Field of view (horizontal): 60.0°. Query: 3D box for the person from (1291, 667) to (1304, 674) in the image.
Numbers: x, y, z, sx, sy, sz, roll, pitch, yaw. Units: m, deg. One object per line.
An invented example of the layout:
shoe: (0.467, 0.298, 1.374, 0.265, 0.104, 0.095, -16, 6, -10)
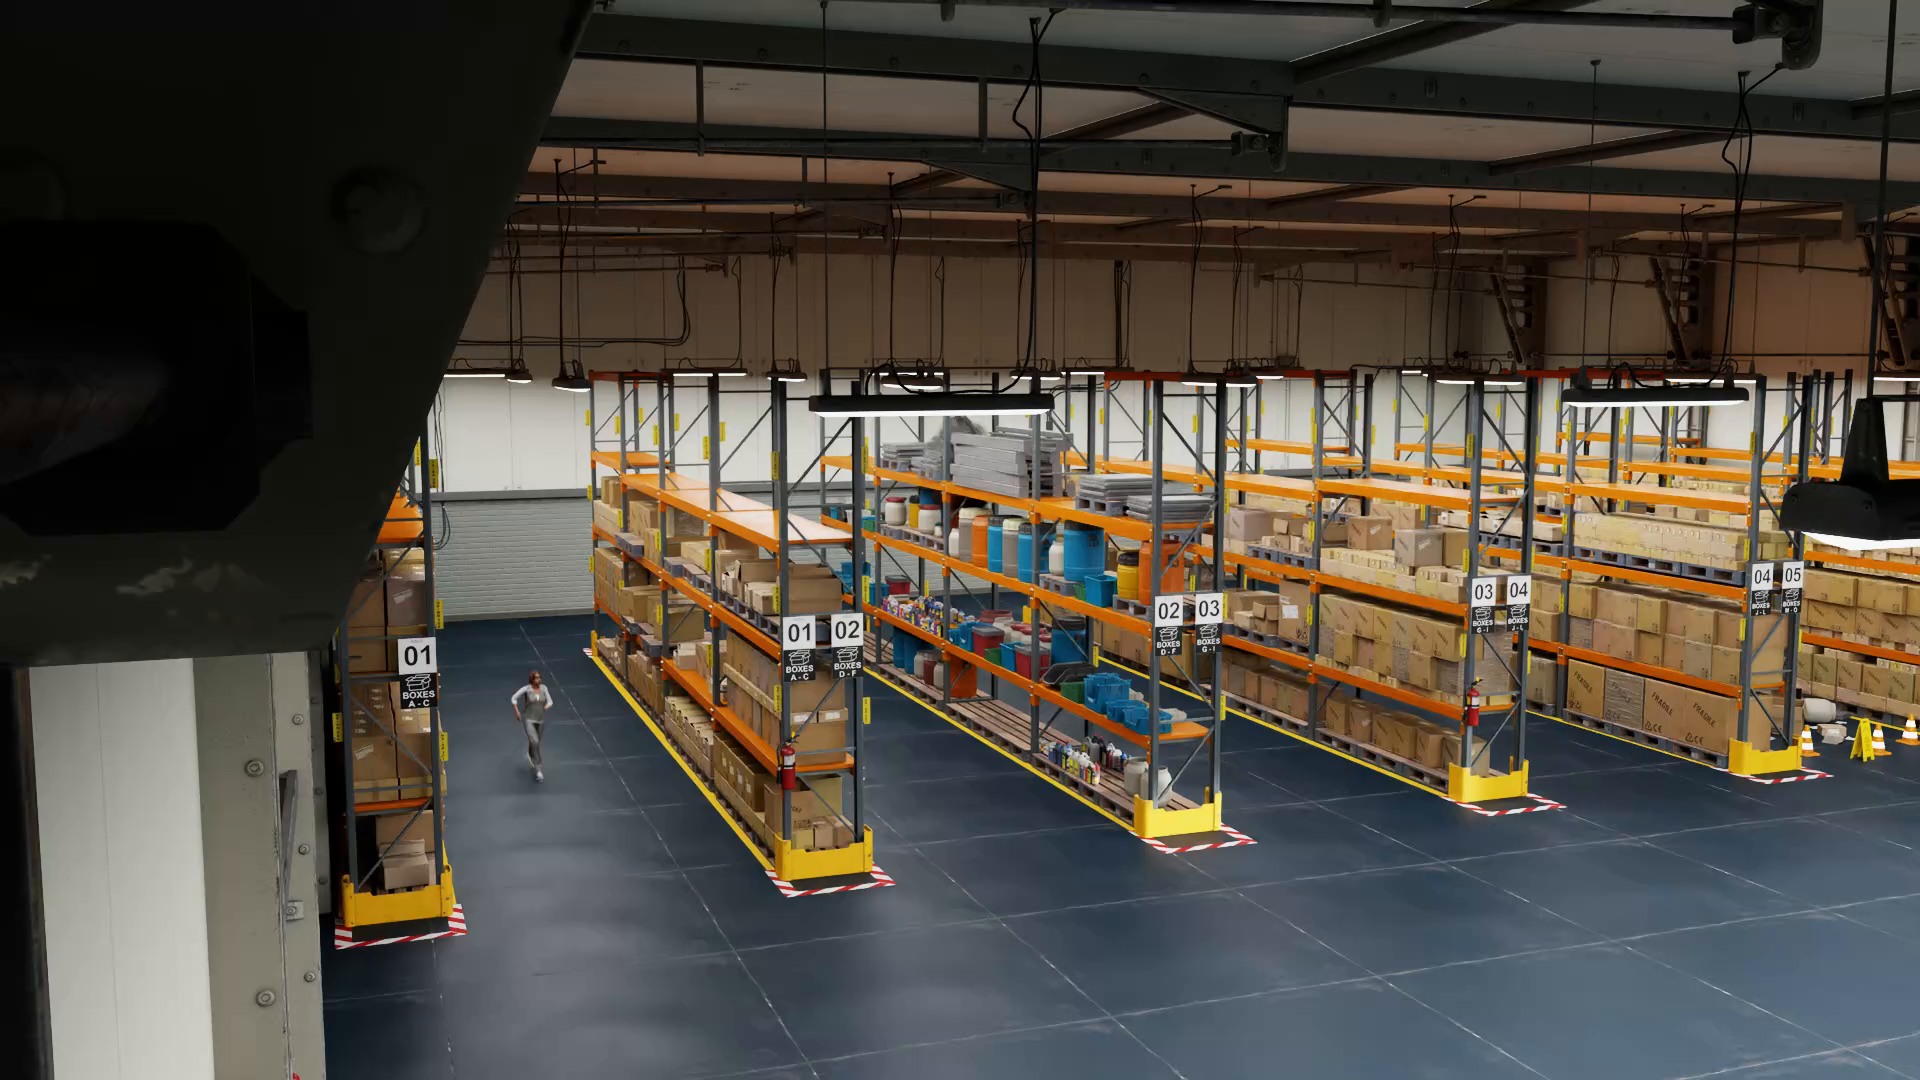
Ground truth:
person: (6.591, 1.962, 31.325, 0.728, 1.749, 0.677, -2, 7, -17)

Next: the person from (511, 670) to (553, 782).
person: (-6.422, 2.748, 24.998, 0.571, 1.621, 0.855, -4, 8, -35)
